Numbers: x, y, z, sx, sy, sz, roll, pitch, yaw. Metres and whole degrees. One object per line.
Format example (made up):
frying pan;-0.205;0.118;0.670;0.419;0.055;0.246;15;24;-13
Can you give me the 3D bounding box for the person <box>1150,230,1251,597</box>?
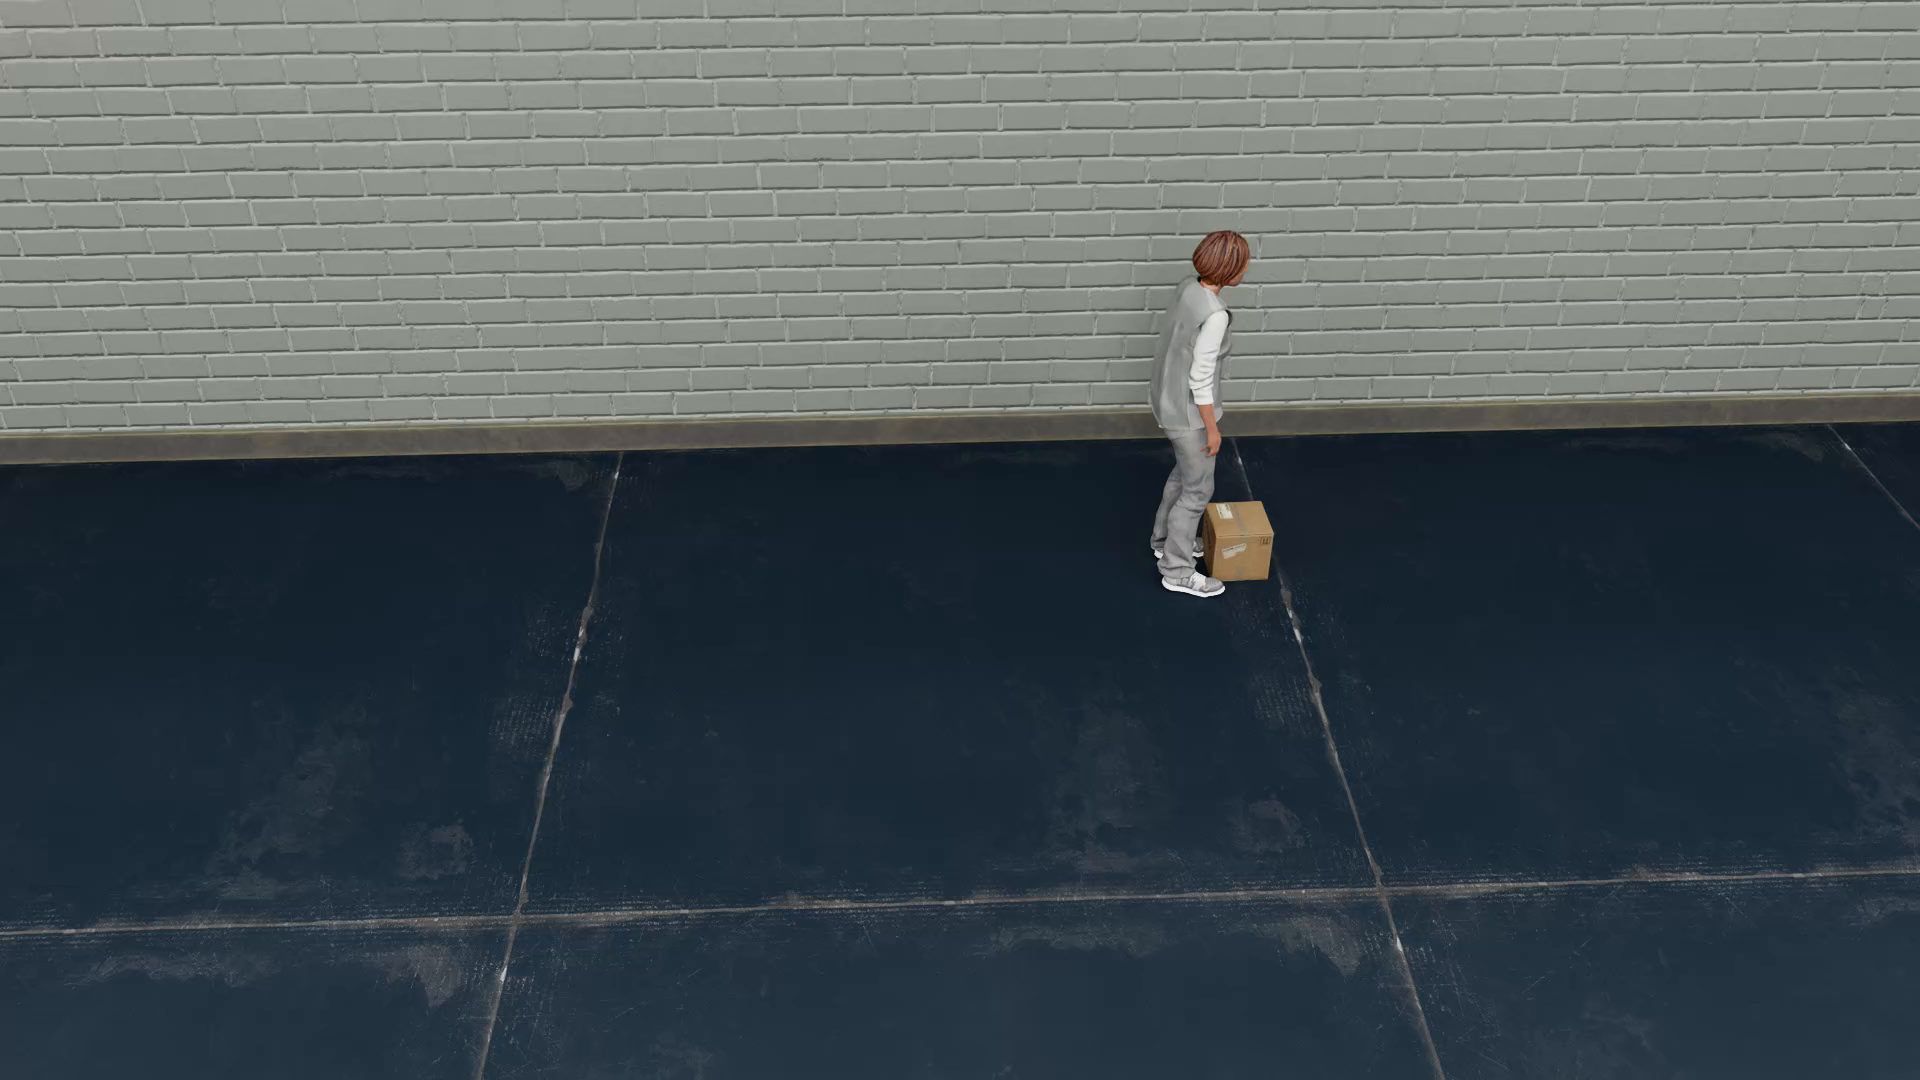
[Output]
person;0.969;-0.530;6.892;0.346;1.593;0.485;-4;36;-5
